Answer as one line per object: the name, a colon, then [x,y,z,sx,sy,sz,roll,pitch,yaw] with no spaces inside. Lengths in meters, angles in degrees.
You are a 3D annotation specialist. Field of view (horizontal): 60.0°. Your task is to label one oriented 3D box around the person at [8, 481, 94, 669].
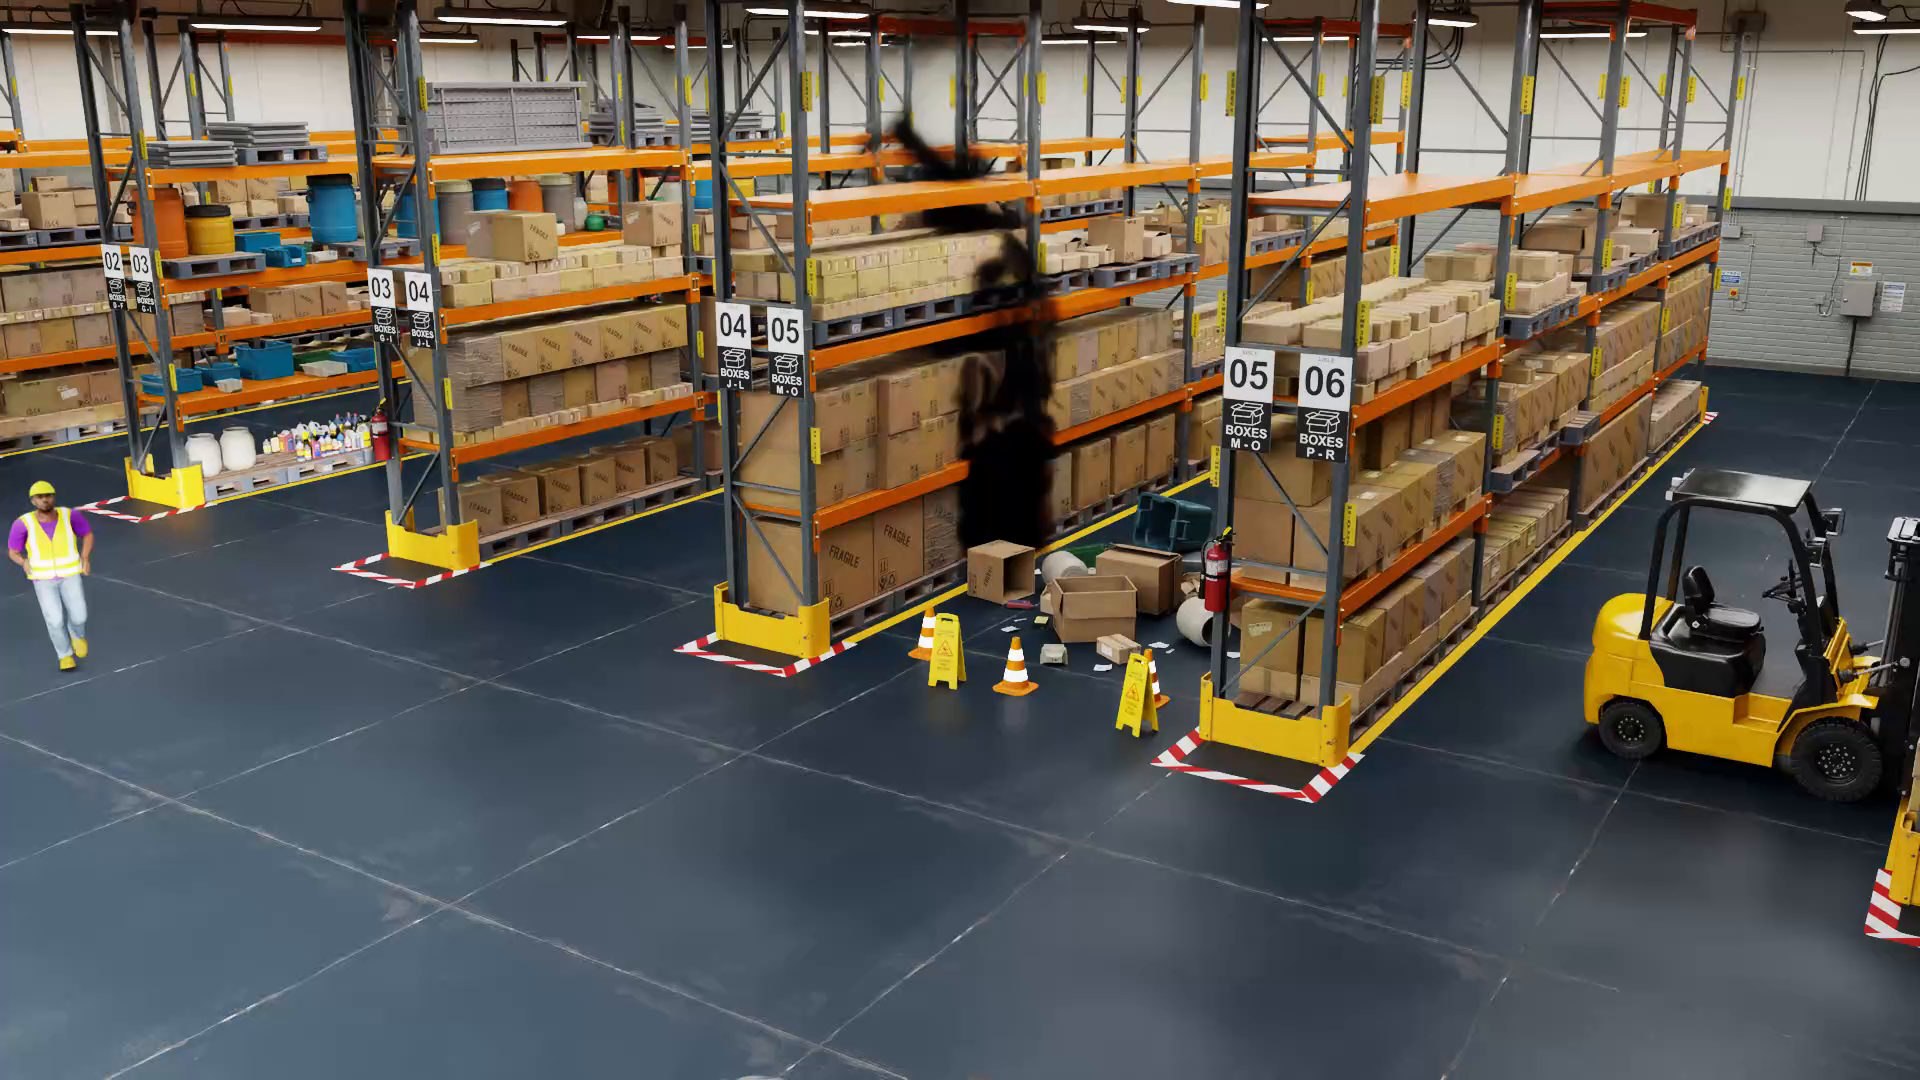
person: [-8.055,0.321,14.835,0.692,1.720,0.589,-9,18,-31]
